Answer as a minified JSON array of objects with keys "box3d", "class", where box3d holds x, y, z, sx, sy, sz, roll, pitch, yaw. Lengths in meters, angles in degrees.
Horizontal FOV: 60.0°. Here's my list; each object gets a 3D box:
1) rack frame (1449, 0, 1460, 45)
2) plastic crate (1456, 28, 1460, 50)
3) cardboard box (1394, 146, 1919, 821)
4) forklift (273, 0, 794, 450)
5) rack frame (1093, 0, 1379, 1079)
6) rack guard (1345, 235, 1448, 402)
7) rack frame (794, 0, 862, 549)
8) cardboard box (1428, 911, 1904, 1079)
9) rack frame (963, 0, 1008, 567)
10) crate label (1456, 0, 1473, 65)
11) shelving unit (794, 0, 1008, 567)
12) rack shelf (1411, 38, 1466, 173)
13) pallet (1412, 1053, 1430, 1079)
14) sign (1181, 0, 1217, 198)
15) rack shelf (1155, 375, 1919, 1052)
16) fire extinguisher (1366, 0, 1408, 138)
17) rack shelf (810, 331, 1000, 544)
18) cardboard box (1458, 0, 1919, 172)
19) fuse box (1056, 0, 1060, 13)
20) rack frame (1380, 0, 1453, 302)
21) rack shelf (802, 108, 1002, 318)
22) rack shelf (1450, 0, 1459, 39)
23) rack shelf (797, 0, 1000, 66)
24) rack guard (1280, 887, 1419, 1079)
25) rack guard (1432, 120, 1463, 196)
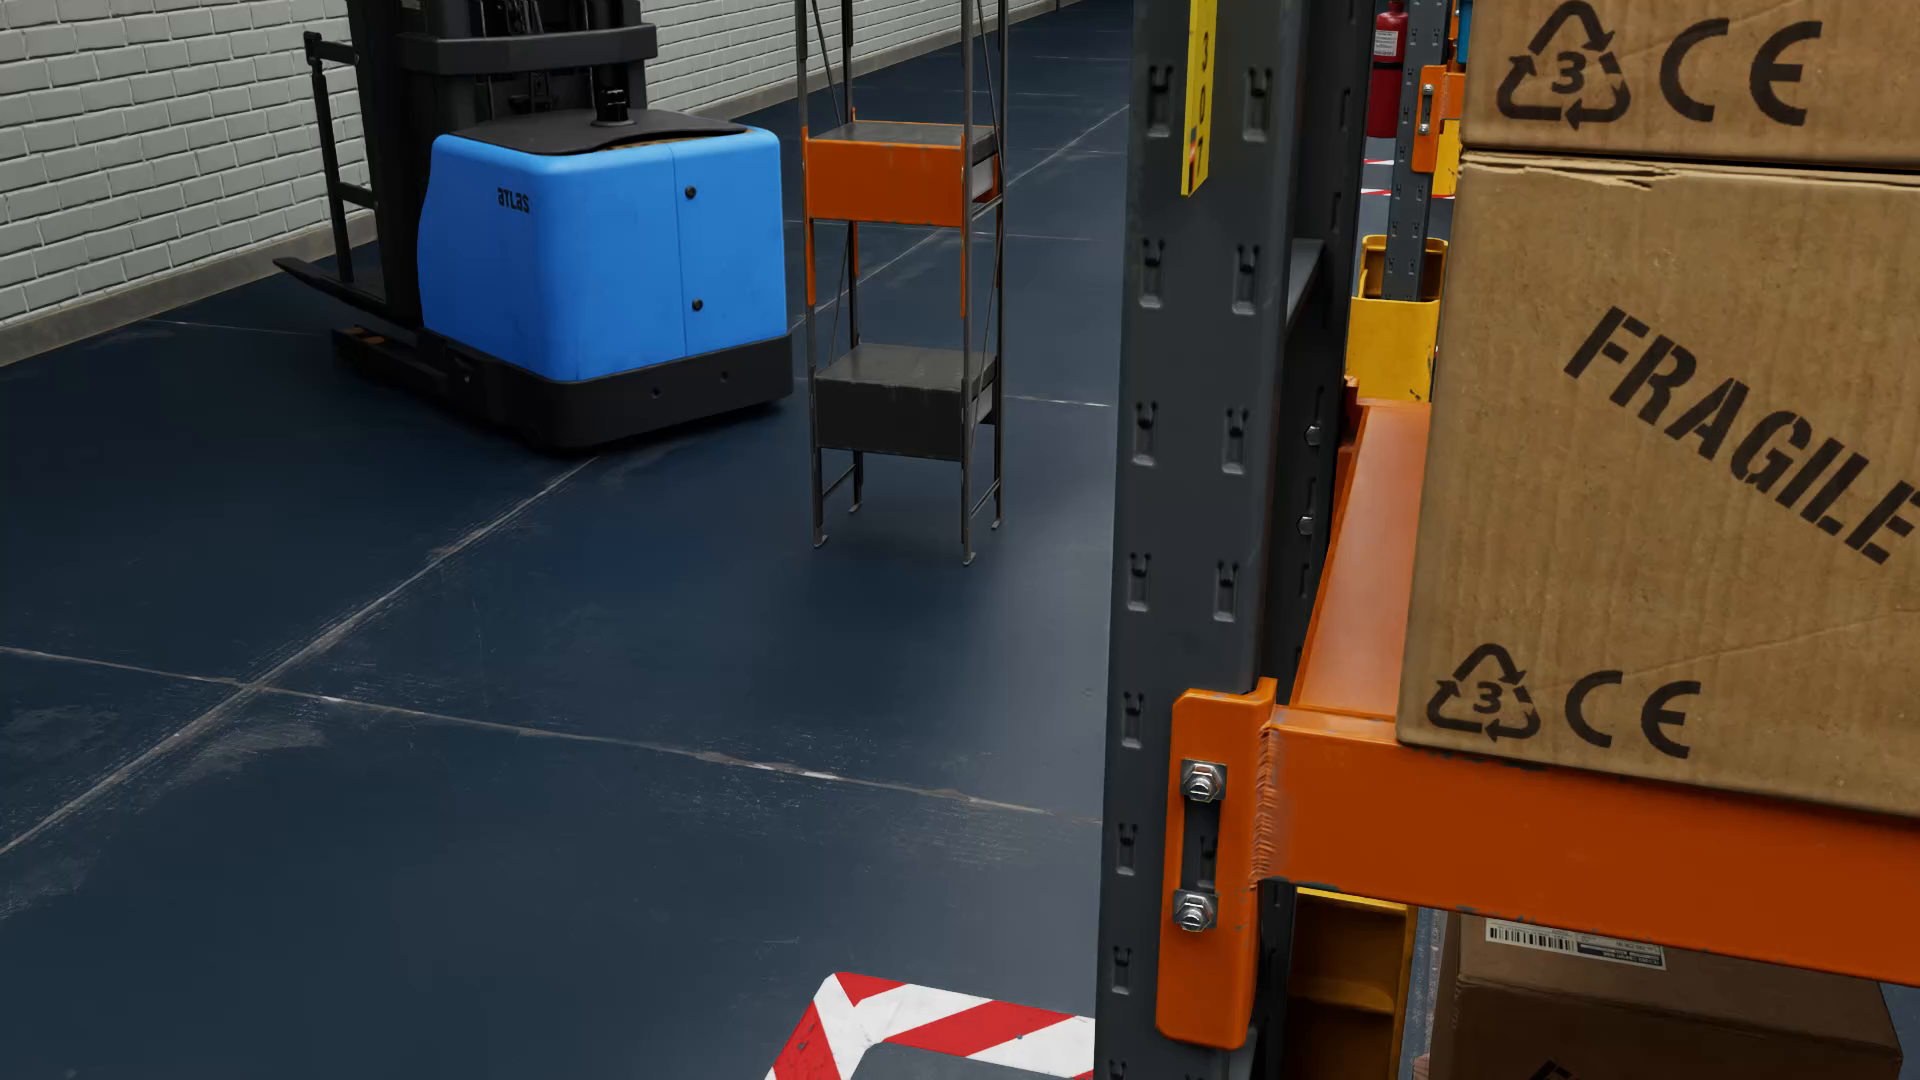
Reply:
[{"box3d":[3.200,-3.813,10.614,0.127,3.000,1.000,7,23,16],"class":"rack frame"},{"box3d":[2.143,-2.089,6.284,0.499,0.435,0.616,7,23,16],"class":"plastic crate"},{"box3d":[0.683,-0.116,1.469,0.500,0.500,0.500,7,23,17],"class":"cardboard box"},{"box3d":[-2.016,-2.154,6.660,1.130,2.935,3.031,-19,29,-39],"class":"forklift"},{"box3d":[0.334,-0.213,1.837,0.053,2.616,0.949,7,23,16],"class":"rack frame"},{"box3d":[1.742,-0.855,6.696,0.348,0.500,1.175,7,23,16],"class":"rack guard"},{"box3d":[-0.392,-1.016,4.981,0.015,2.100,0.400,7,23,16],"class":"rack frame"},{"box3d":[0.926,0.709,2.304,0.500,0.500,0.500,7,23,16],"class":"cardboard box"},{"box3d":[0.075,-0.963,4.851,0.015,2.100,0.400,7,23,16],"class":"rack frame"},{"box3d":[1.910,-1.817,5.889,0.303,0.233,0.416,7,23,16],"class":"crate label"},{"box3d":[-0.158,-0.990,4.916,0.503,2.100,0.431,7,23,16],"class":"shelving unit"},{"box3d":[3.684,-1.462,5.829,4.000,0.370,1.077,7,23,16],"class":"rack shelf"},{"box3d":[1.171,1.171,2.137,1.213,0.211,1.003,7,23,16],"class":"pallet"},{"box3d":[0.178,-0.418,1.195,0.005,0.325,0.100,7,23,16],"class":"sign"},{"box3d":[2.249,0.338,1.442,4.000,0.370,1.077,7,23,16],"class":"rack shelf"},{"box3d":[1.756,-1.987,6.755,0.183,0.674,0.296,7,23,16],"class":"fire extinguisher"},{"box3d":[-0.158,-0.329,5.187,0.480,0.518,0.431,7,23,16],"class":"rack shelf"},{"box3d":[0.683,-0.579,1.279,0.500,0.500,0.500,7,23,17],"class":"cardboard box"},{"box3d":[1.404,-8.175,22.944,0.414,1.711,0.539,7,23,16],"class":"fuse box"},{"box3d":[1.769,-2.014,6.227,0.127,3.000,1.000,7,23,16],"class":"rack frame"},{"box3d":[-0.158,-0.977,4.921,0.480,0.518,0.431,7,23,16],"class":"rack shelf"},{"box3d":[5.114,-3.261,10.216,4.000,0.370,1.077,7,23,16],"class":"rack shelf"},{"box3d":[-0.158,-1.625,4.655,0.480,0.518,0.431,7,23,16],"class":"rack shelf"},{"box3d":[0.407,0.950,2.294,0.348,0.500,1.175,7,23,16],"class":"rack guard"},{"box3d":[3.177,-2.659,11.095,0.348,0.500,1.175,7,23,16],"class":"rack guard"}]
